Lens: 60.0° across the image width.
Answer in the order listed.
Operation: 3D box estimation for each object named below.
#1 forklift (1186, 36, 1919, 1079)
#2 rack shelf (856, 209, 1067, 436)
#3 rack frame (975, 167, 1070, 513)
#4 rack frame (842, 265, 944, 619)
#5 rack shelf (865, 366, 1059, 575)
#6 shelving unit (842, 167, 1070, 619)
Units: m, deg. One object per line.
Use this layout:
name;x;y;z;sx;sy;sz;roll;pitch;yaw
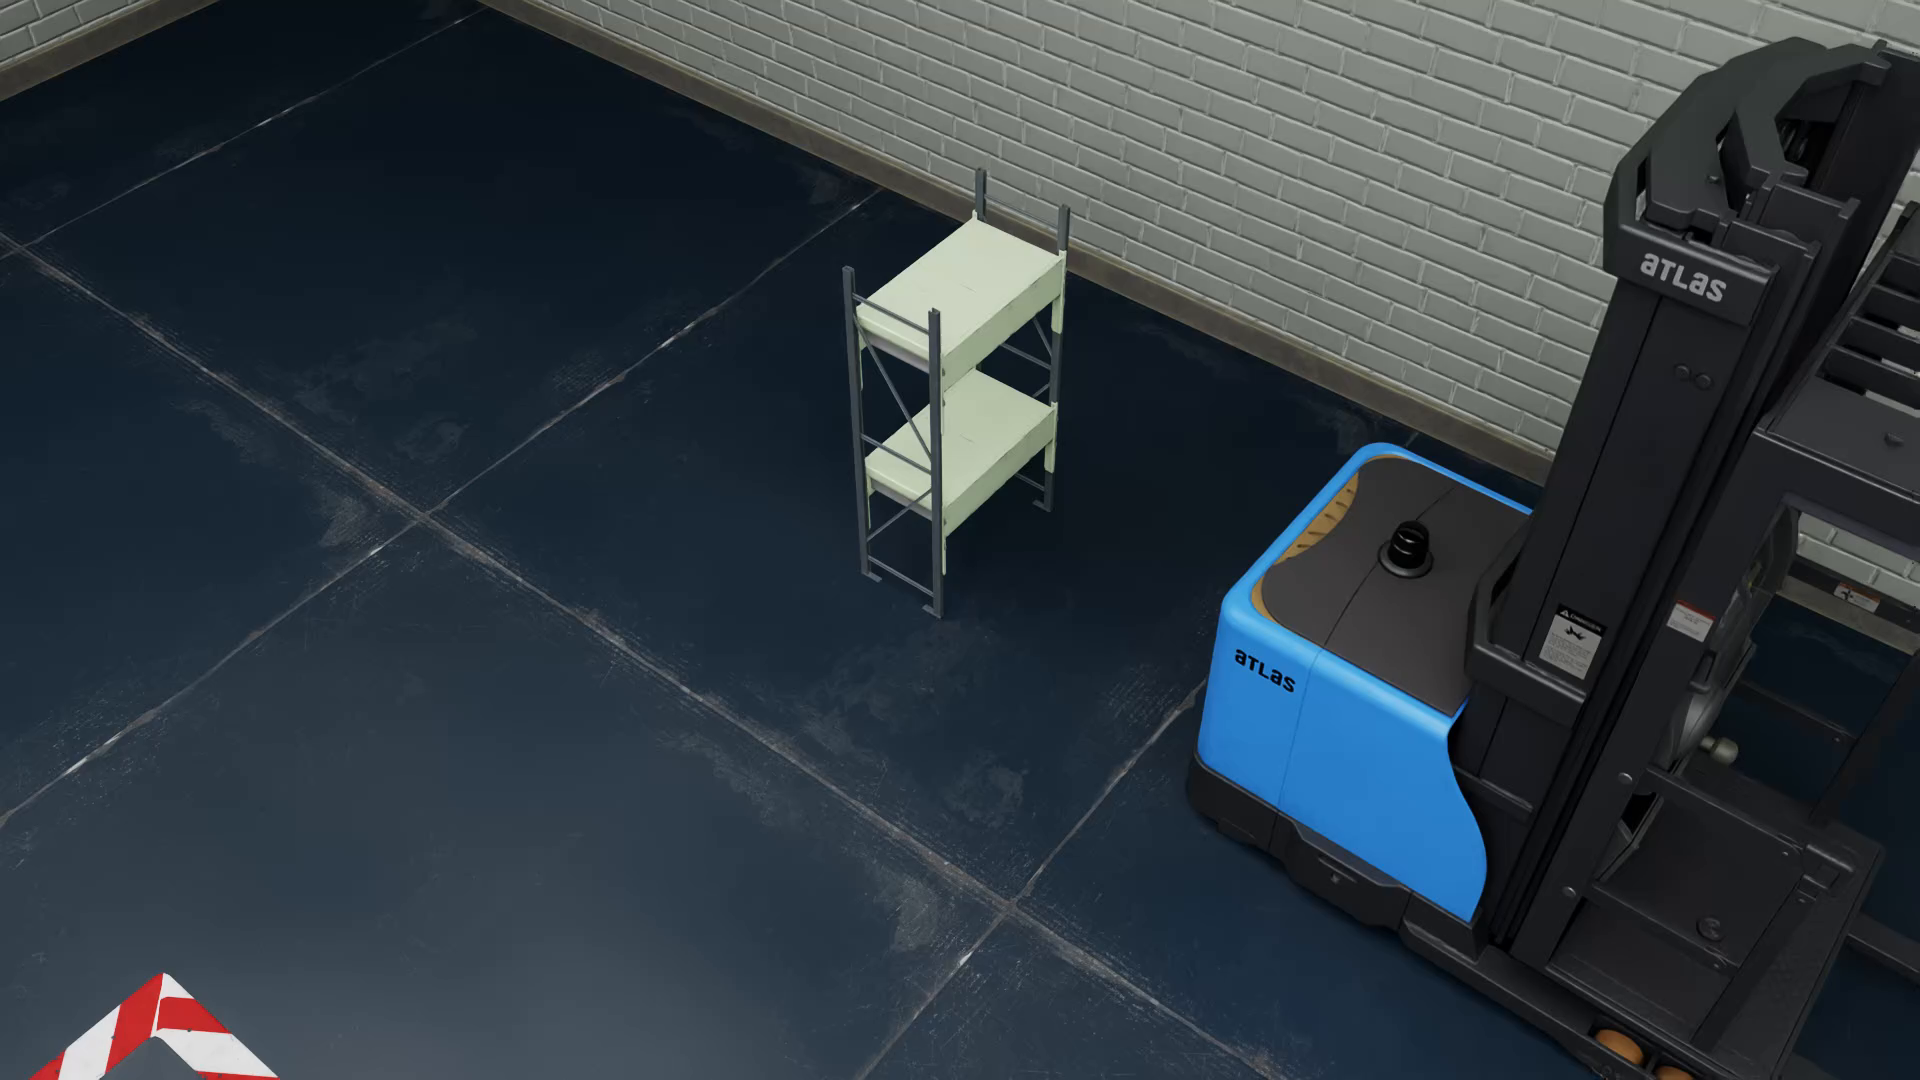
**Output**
forklift;2.259;0.311;4.426;3.031;2.935;1.130;30;53;25
rack shelf;-0.004;-0.784;5.922;0.431;0.370;0.720;29;53;25
rack frame;0.220;-0.724;6.404;0.400;1.500;0.023;29;53;25
rack frame;-0.228;-0.305;6.004;0.400;1.500;0.023;29;53;25
rack shelf;-0.004;-0.289;6.440;0.431;0.370;0.720;29;53;25
shelving unit;-0.004;-0.514;6.204;0.431;1.500;0.755;29;53;25
